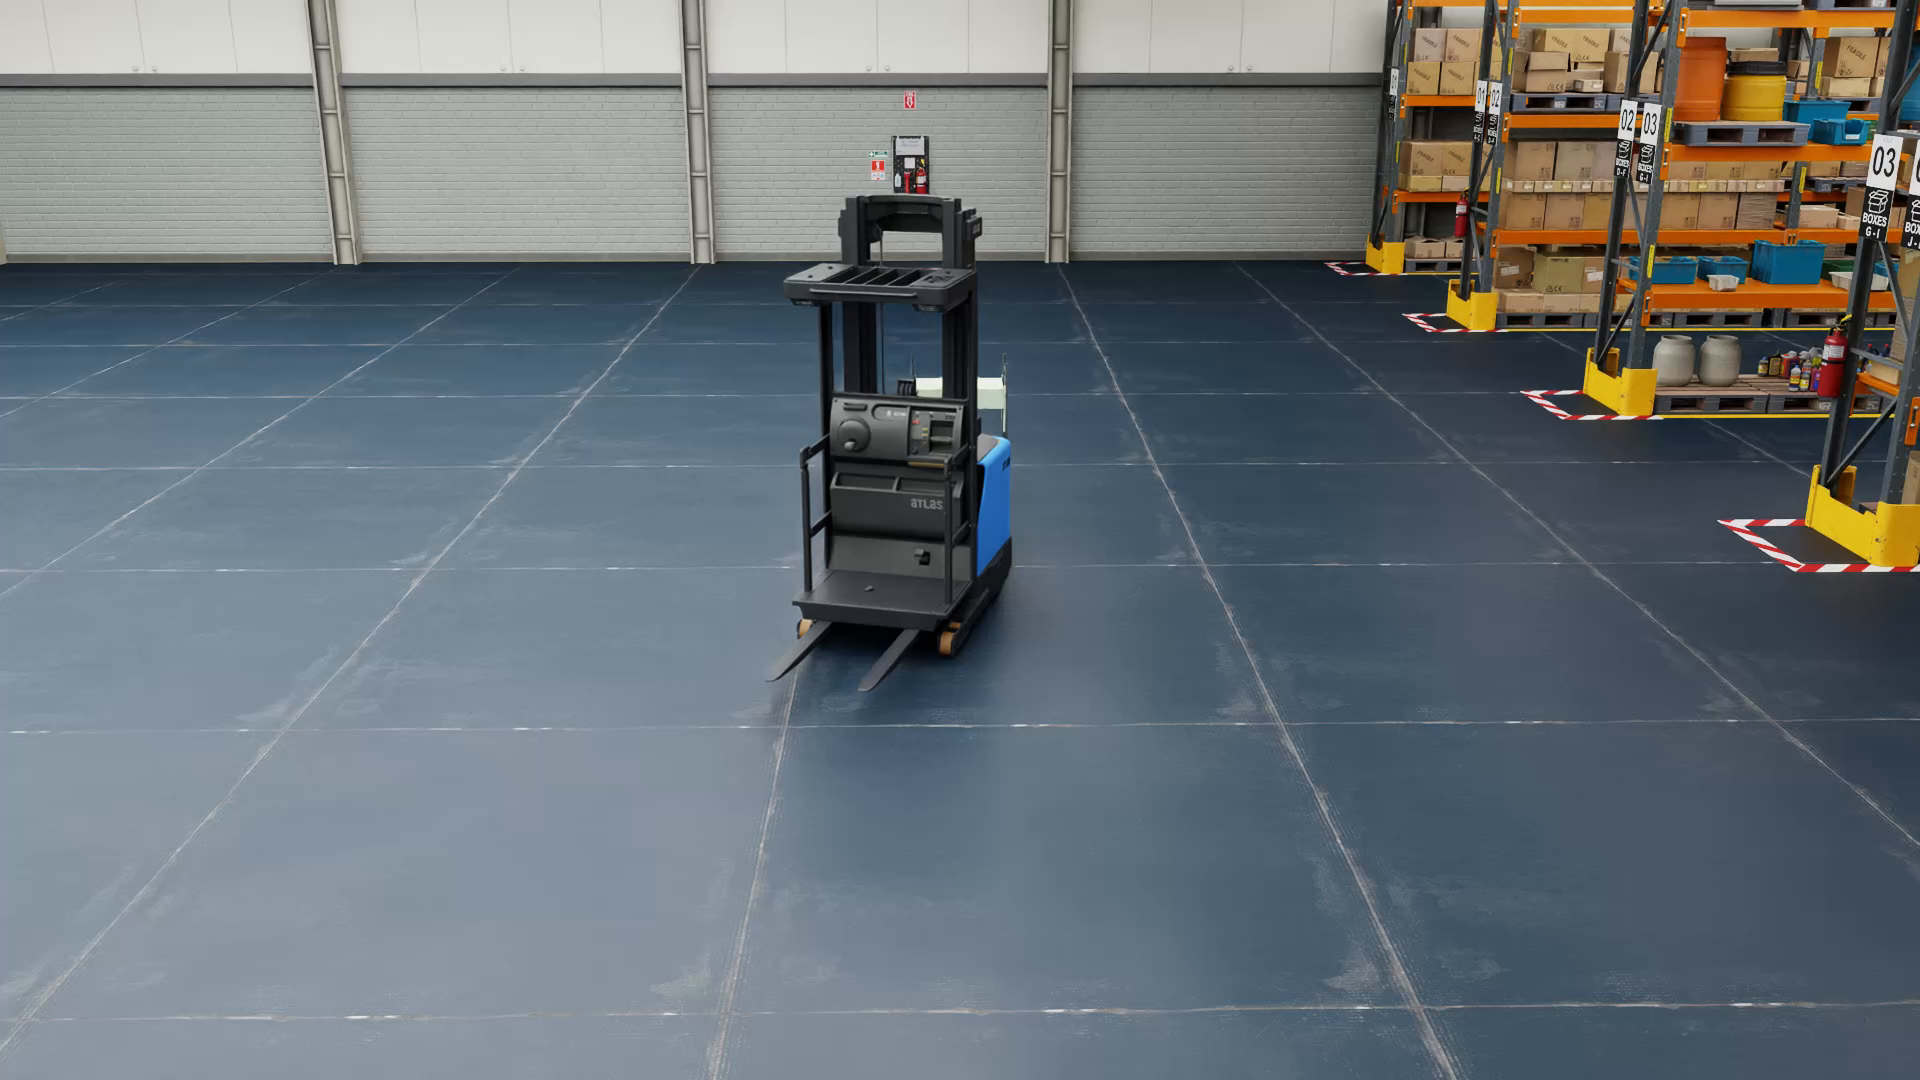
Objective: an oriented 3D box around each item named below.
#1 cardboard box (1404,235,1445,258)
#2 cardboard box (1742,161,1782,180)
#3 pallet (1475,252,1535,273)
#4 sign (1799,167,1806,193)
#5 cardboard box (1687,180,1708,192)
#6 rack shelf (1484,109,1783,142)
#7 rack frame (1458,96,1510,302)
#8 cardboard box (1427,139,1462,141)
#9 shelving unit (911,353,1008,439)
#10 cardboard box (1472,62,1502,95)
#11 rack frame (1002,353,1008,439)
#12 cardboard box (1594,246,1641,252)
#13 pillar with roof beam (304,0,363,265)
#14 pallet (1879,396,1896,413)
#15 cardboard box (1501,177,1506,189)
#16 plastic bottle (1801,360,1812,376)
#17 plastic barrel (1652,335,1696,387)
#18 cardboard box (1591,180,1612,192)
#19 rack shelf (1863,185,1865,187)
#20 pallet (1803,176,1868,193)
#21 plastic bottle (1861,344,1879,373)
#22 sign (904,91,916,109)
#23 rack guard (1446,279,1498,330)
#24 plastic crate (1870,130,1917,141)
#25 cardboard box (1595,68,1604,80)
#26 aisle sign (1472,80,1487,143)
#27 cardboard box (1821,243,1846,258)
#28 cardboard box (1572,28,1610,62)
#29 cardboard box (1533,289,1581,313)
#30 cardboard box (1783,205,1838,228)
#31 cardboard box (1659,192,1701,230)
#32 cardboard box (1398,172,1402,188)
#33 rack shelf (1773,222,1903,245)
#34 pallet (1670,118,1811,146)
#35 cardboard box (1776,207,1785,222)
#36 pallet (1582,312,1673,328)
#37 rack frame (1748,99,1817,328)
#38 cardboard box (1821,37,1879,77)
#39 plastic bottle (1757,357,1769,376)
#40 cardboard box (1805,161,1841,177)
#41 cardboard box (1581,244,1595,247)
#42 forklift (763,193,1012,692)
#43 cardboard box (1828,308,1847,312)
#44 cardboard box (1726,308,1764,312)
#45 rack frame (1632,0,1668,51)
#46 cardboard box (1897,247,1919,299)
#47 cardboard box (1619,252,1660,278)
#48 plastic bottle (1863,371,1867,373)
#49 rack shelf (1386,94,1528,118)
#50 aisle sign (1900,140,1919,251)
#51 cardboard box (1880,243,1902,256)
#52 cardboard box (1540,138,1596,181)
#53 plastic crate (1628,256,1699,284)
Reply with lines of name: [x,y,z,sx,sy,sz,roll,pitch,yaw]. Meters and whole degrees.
cardboard box: [7.653,-4.841,27.410,0.500,0.311,0.500,-2,18,-7]
cardboard box: [10.598,-5.104,22.259,0.500,0.500,0.700,0,18,-1]
pallet: [9.066,-4.607,27.563,1.213,0.211,1.003,0,18,-1]
sign: [11.052,-4.723,21.813,0.005,0.325,0.100,0,18,-1]
cardboard box: [9.755,-4.728,22.150,0.250,0.149,0.380,0,18,-1]
rack shelf: [9.042,-5.519,22.107,4.000,0.370,1.077,0,18,-1]
rack frame: [7.042,-4.423,22.425,0.127,3.000,1.000,0,18,-1]
cardboard box: [7.931,-6.298,27.255,0.500,0.500,0.500,0,18,0]
shelving unit: [-0.007,-0.714,13.318,0.755,1.500,0.431,0,18,-1]
cardboard box: [8.355,-7.342,26.418,0.500,0.500,0.500,1,18,2]
rack frame: [0.359,-0.716,13.324,0.023,1.500,0.400,0,18,-1]
cardboard box: [9.073,-3.776,22.993,0.500,0.500,0.500,0,18,-1]
pillar with roof beam: [-10.284,-7.659,22.690,0.400,9.000,9.100,0,18,-1]
pallet: [10.444,-1.611,18.225,1.213,0.211,1.003,0,18,-1]
cardboard box: [7.421,-4.840,22.498,0.250,0.149,0.380,-1,18,-2]
plastic bottle: [9.358,-1.886,18.376,0.097,0.201,0.097,0,18,0]
plastic barrel: [7.773,-1.952,18.108,0.421,0.512,0.421,0,18,0]
cardboard box: [8.470,-4.721,22.129,0.250,0.149,0.380,-1,18,-3]
rack shelf: [16.959,-5.642,27.402,4.000,0.370,1.077,0,18,-1]
pallet: [14.248,-5.847,27.179,1.003,0.211,1.213,0,18,-1]
plastic bottle: [10.113,-2.000,18.487,0.185,0.351,0.144,-1,18,-3]
sign: [-0.834,-7.309,27.625,0.199,0.298,0.001,0,18,-1]
rack guard: [7.018,-3.233,22.807,0.348,0.500,1.175,0,18,-1]
plastic crate: [9.517,-4.101,16.942,0.396,0.136,0.243,0,18,-1]
cardboard box: [8.745,-6.164,22.172,0.500,0.311,0.500,2,18,6]
aisle sign: [6.972,-5.750,22.307,0.004,0.787,0.394,0,18,-1]
cardboard box: [14.240,-4.975,27.516,0.500,0.500,0.700,0,18,0]
cardboard box: [9.912,-7.826,26.289,0.500,0.500,0.500,1,18,2]
cardboard box: [8.081,-3.252,22.589,0.500,0.250,0.500,0,18,-1]
cardboard box: [11.533,-4.387,22.557,0.500,0.250,0.500,1,18,3]
cardboard box: [9.569,-4.480,22.440,0.500,0.500,0.700,0,18,0]
cardboard box: [7.424,-5.936,27.353,0.500,0.250,0.500,0,18,0]
rack shelf: [13.041,-4.110,22.625,4.000,0.370,1.077,0,18,-1]
pallet: [7.945,-4.223,17.199,1.213,0.211,1.003,0,18,-1]
cardboard box: [13.669,-5.348,27.453,0.500,0.250,0.500,0,18,0]
pallet: [9.023,-3.117,22.918,1.213,0.211,1.003,0,18,-1]
rack frame: [11.041,-4.442,22.486,0.127,3.000,1.000,0,18,-1]
cardboard box: [11.659,-6.347,21.843,0.500,0.500,0.500,0,18,0]
plastic bottle: [8.946,-1.930,18.515,0.097,0.201,0.097,0,18,0]
cardboard box: [13.931,-6.216,27.129,0.500,0.500,0.700,-2,18,-6]
cardboard box: [10.425,-4.804,27.531,0.250,0.166,0.380,-3,18,-8]
forklift: [-0.484,-0.749,11.083,1.130,2.935,3.031,5,18,14]
cardboard box: [11.960,-3.261,22.618,0.500,0.250,0.500,0,18,1]
cardboard box: [10.581,-3.264,22.626,0.500,0.250,0.500,0,18,-1]
rack frame: [10.959,-8.812,26.285,0.127,3.000,1.000,0,18,-1]
cardboard box: [7.741,-2.141,13.024,0.500,0.500,0.500,0,18,-1]
cardboard box: [9.081,-3.612,22.483,0.500,0.500,0.500,0,18,-1]
plastic bottle: [9.681,-1.705,17.811,0.097,0.201,0.097,0,18,0]
rack shelf: [8.960,-7.032,26.823,4.000,0.370,1.077,0,18,-1]
aisle sign: [7.137,-2.544,12.310,0.004,0.787,0.394,0,18,-1]
cardboard box: [15.696,-5.115,27.412,0.750,0.750,0.750,-1,18,-2]
cardboard box: [8.088,-5.091,22.221,0.500,0.500,0.700,-1,18,-2]
plastic crate: [7.612,-2.933,18.024,0.616,0.251,0.499,0,18,-1]
